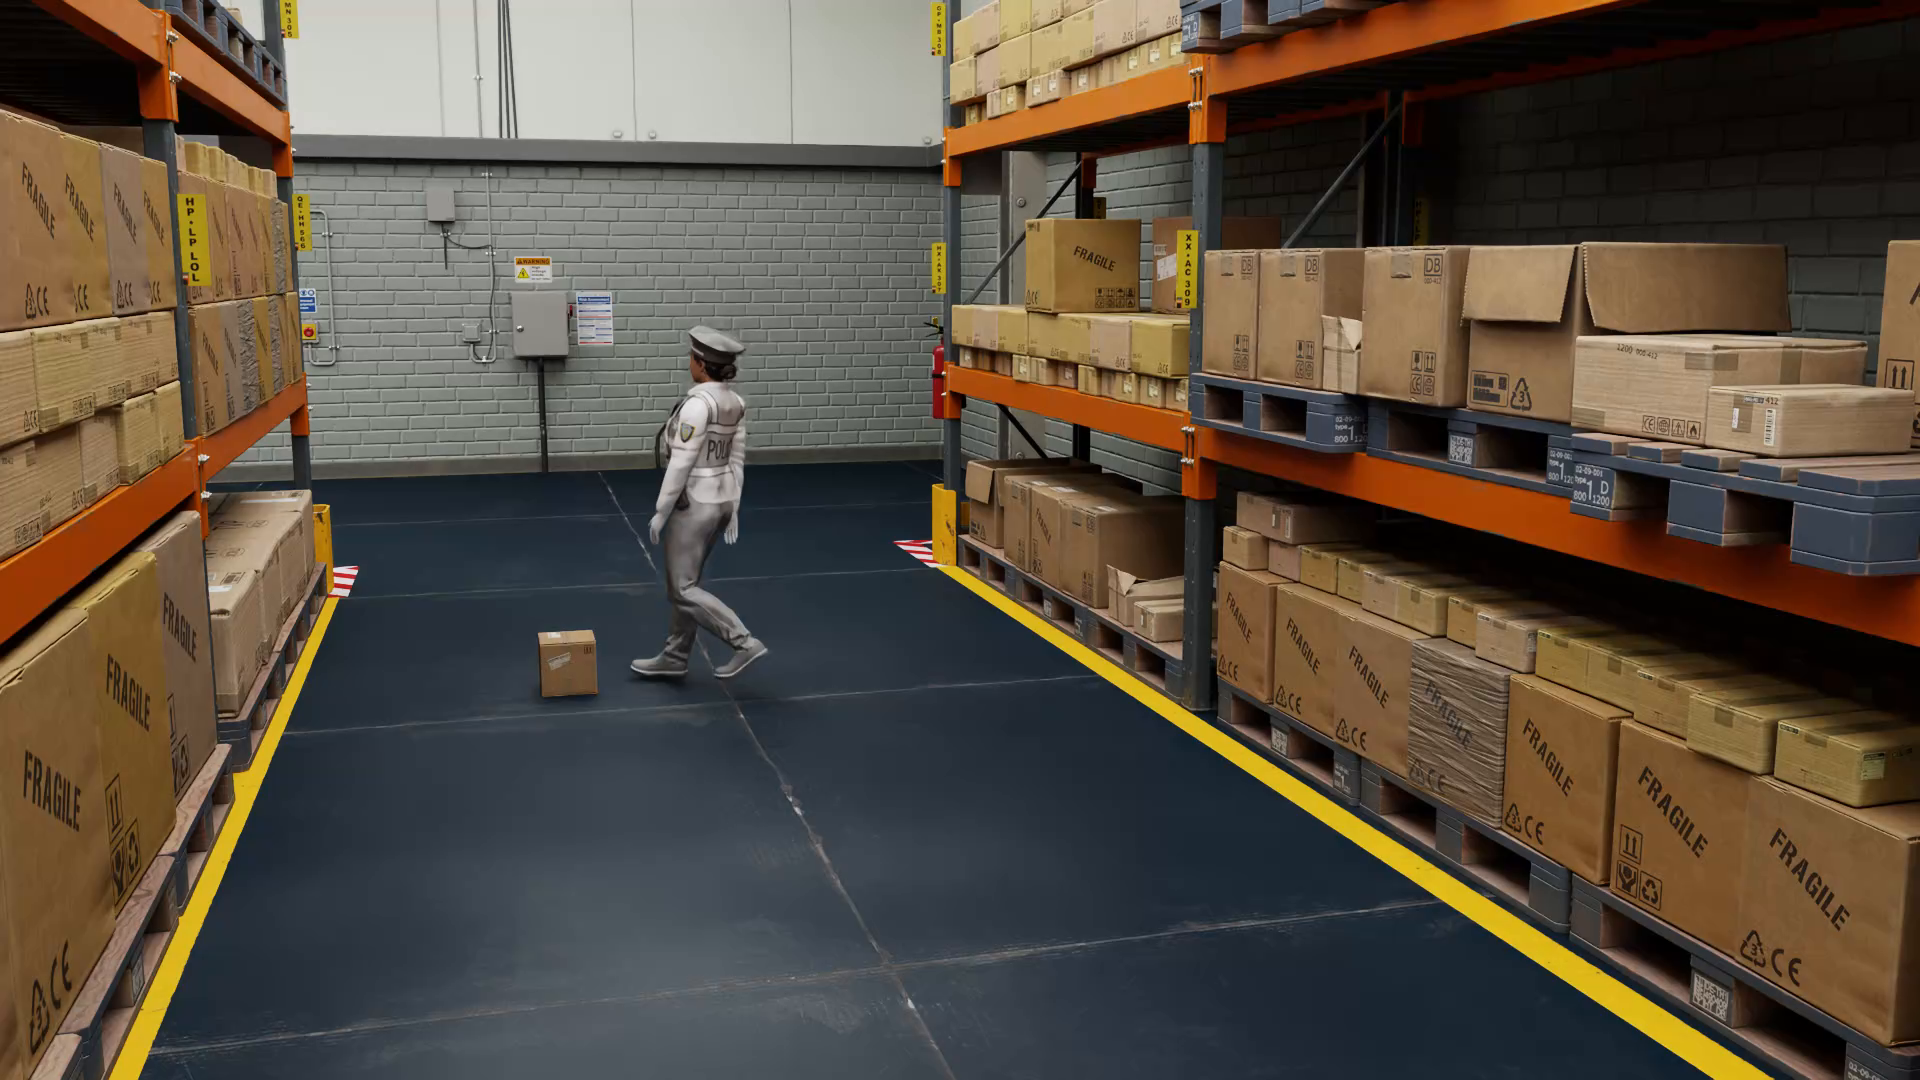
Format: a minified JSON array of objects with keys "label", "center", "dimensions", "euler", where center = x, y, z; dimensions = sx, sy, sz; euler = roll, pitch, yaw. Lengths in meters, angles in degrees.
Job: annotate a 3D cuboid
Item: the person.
[{"label":"person","center":[-1.220,-0.150,7.643],"dimensions":[0.806,1.659,0.384],"euler":[3,10,16]}]
